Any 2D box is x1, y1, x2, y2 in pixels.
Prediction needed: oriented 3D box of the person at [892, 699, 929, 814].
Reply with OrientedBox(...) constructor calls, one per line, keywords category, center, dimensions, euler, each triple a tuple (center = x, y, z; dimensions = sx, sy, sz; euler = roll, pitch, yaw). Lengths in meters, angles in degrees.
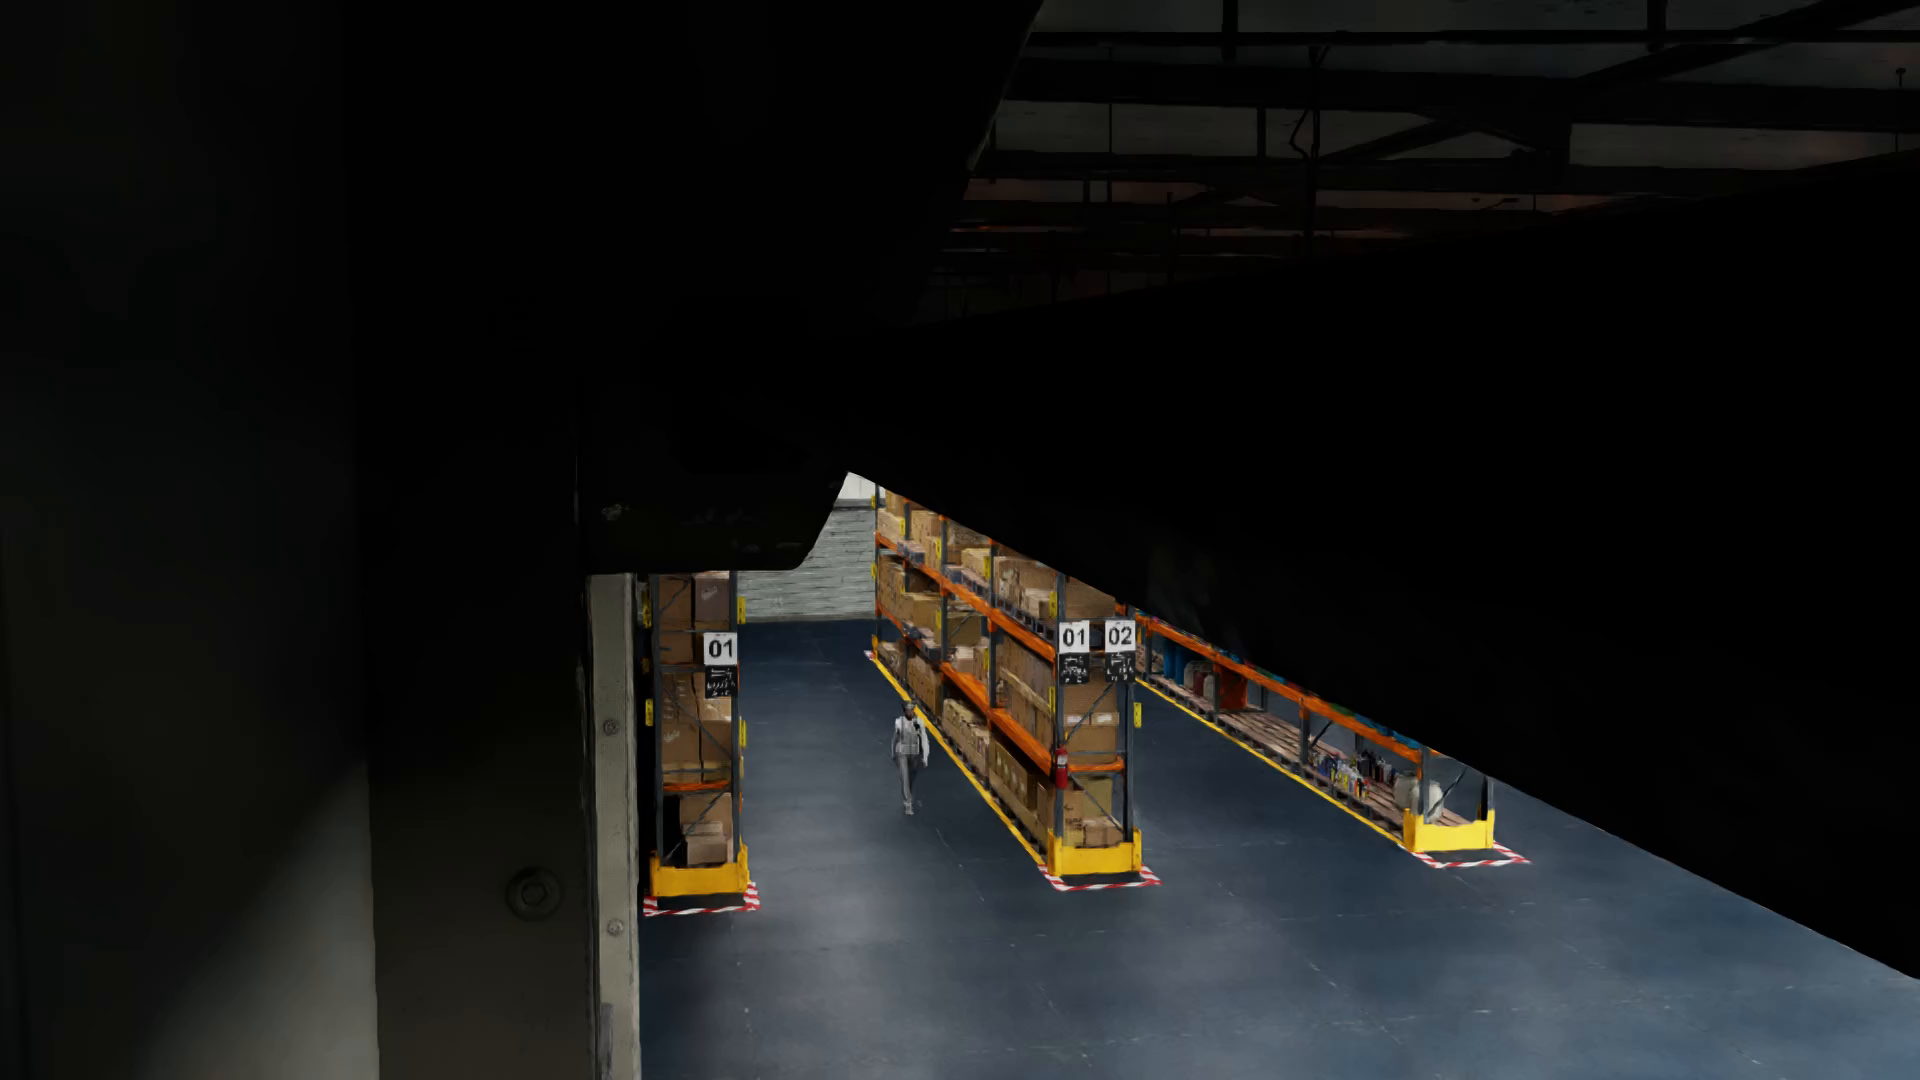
OrientedBox(category="person", center=(-0.708, 3.064, 23.893), dimensions=(0.502, 1.625, 0.997), euler=(-1, 6, -12))
